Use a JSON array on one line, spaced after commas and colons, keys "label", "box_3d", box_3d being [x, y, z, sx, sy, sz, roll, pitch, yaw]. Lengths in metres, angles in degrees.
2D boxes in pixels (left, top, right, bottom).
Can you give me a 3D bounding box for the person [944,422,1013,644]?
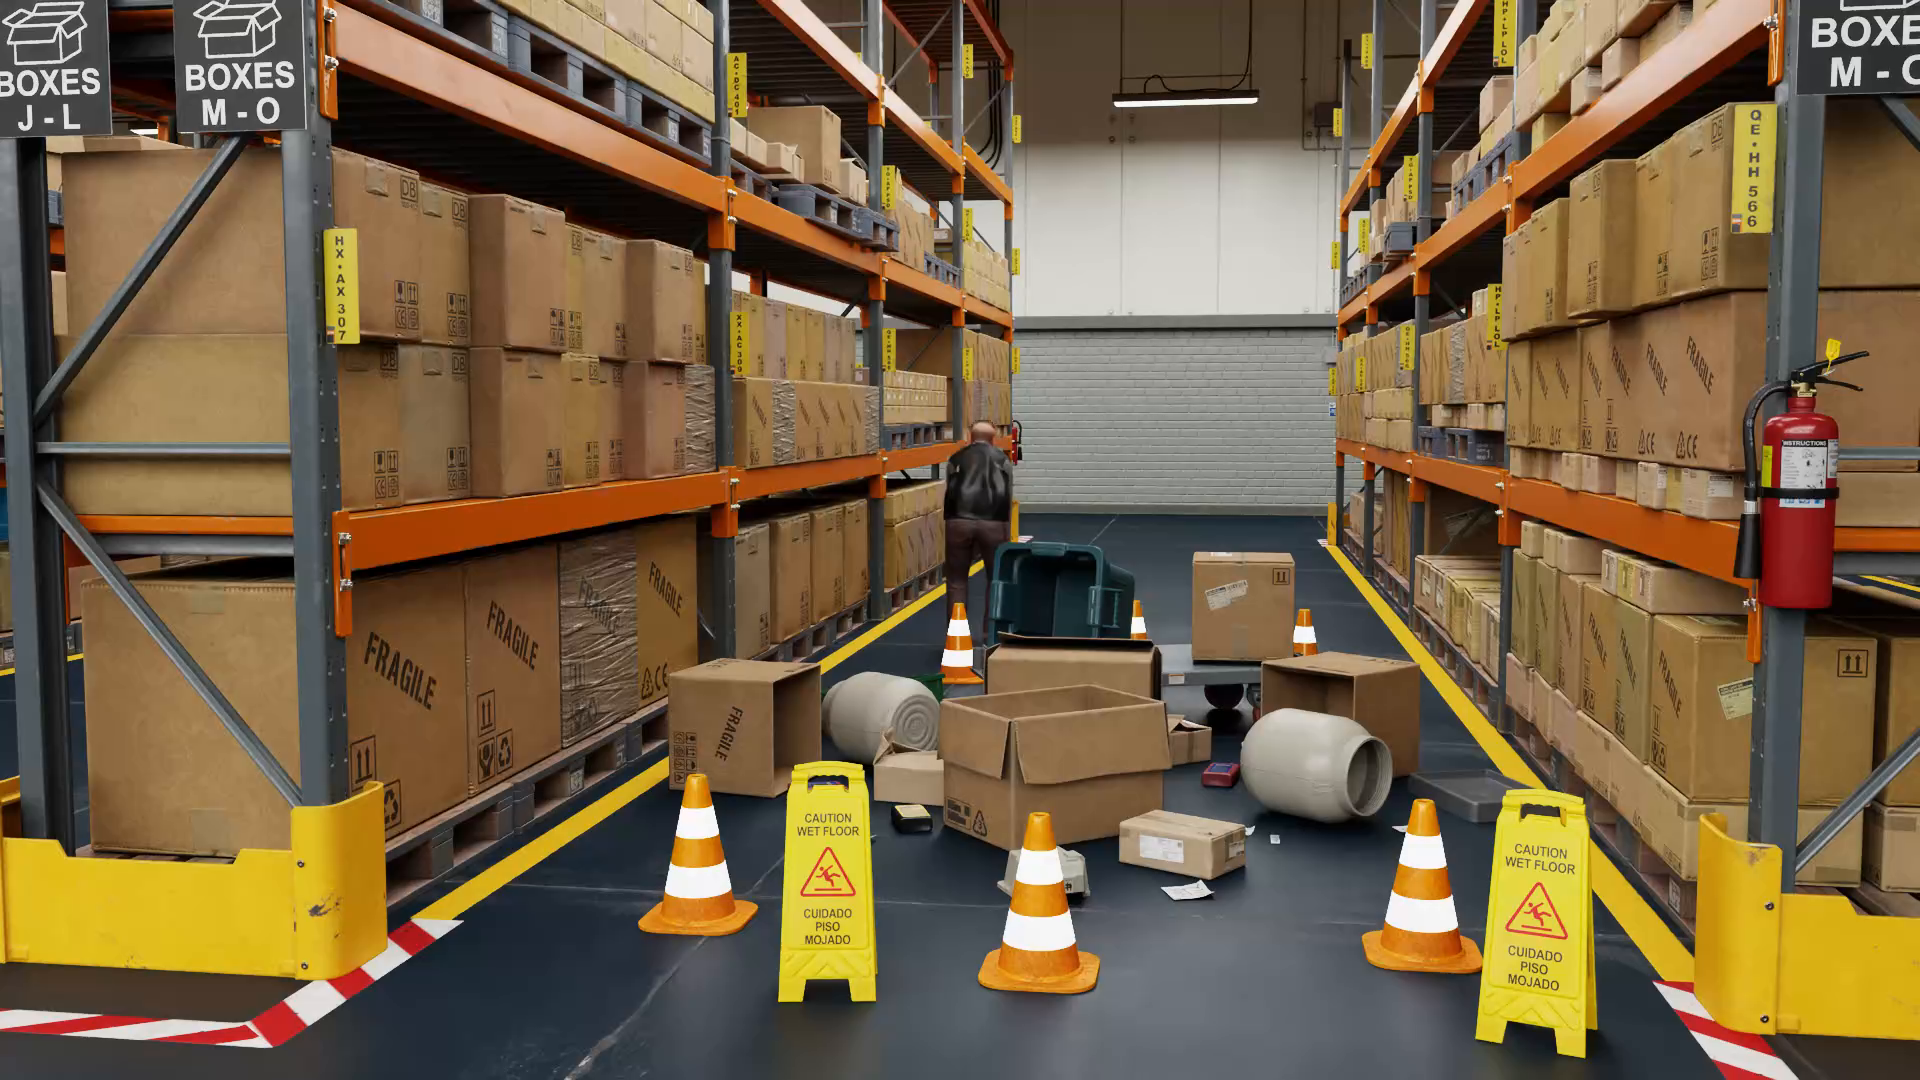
[{"label": "person", "box_3d": [0.124, -0.058, 11.312, 0.467, 1.485, 0.741, 1, 4, 7]}]
